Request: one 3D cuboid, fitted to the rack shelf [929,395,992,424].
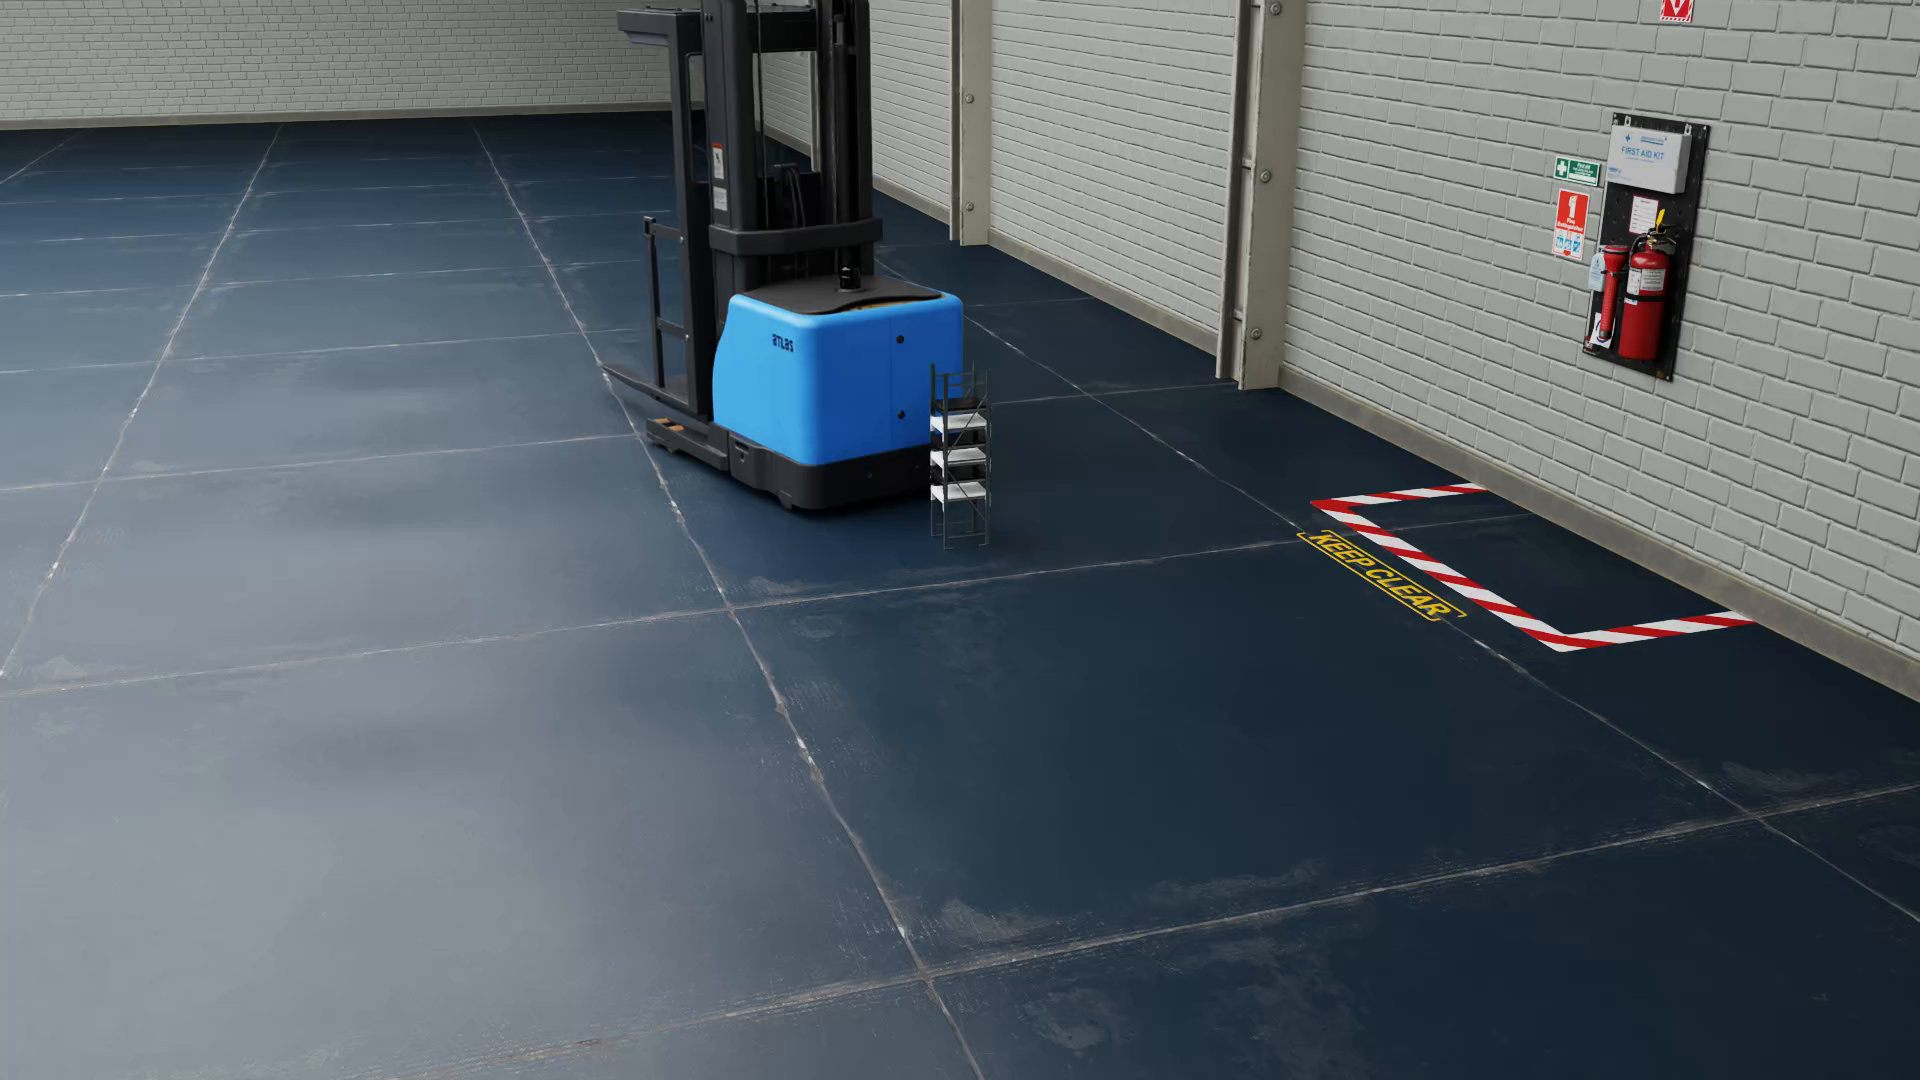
[{"bbox_3d":[0.003,-0.644,8.177,0.258,0.077,0.200,-6,21,-17],"label":"rack shelf"}]

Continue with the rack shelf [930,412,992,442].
[{"bbox_3d":[0.003,-0.559,8.208,0.258,0.077,0.200,-6,21,-17],"label":"rack shelf"}]

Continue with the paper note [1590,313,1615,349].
[{"bbox_3d":[3.143,-1.026,8.137,0.016,0.148,0.142,-6,21,-17],"label":"paper note"}]

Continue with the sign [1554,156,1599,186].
[{"bbox_3d":[3.051,-1.828,8.232,0.001,0.109,0.331,-6,21,-17],"label":"sign"}]

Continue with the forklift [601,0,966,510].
[{"bbox_3d":[-1.227,-1.975,9.579,1.130,2.935,3.031,-13,24,-33],"label":"forklift"}]

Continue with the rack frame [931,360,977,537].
[{"bbox_3d":[-0.029,-0.454,8.348,0.240,0.900,0.006,-6,21,-17],"label":"rack frame"}]

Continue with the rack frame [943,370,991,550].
[{"bbox_3d":[0.034,-0.388,8.166,0.240,0.900,0.006,-6,21,-17],"label":"rack frame"}]

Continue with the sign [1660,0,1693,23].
[{"bbox_3d":[3.225,-2.480,7.455,0.001,0.298,0.199,-6,21,-17],"label":"sign"}]

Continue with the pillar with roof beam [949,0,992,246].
[{"bbox_3d":[-3.985,-6.796,14.024,9.100,9.000,0.400,-6,21,-17],"label":"pillar with roof beam"}]

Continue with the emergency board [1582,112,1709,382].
[{"bbox_3d":[3.133,-1.376,7.810,0.194,1.169,0.643,-6,21,-17],"label":"emergency board"}]

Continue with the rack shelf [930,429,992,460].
[{"bbox_3d":[0.003,-0.474,8.238,0.258,0.077,0.200,-6,21,-17],"label":"rack shelf"}]

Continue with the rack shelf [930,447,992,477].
[{"bbox_3d":[0.003,-0.390,8.268,0.258,0.077,0.200,-6,21,-17],"label":"rack shelf"}]

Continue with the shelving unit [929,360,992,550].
[{"bbox_3d":[0.003,-0.421,8.257,0.258,0.900,0.210,-6,21,-17],"label":"shelving unit"}]

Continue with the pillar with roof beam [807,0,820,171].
[{"bbox_3d":[-5.870,-8.721,19.385,9.100,9.000,0.400,-6,21,-17],"label":"pillar with roof beam"}]

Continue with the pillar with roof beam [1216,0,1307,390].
[{"bbox_3d":[-2.099,-4.870,8.664,9.100,9.000,0.400,-6,21,-17],"label":"pillar with roof beam"}]

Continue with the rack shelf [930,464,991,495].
[{"bbox_3d":[0.003,-0.305,8.299,0.258,0.077,0.200,-6,21,-17],"label":"rack shelf"}]

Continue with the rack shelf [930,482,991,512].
[{"bbox_3d":[0.003,-0.220,8.329,0.258,0.077,0.200,-6,21,-17],"label":"rack shelf"}]

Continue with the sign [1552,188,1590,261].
[{"bbox_3d":[3.058,-1.581,8.328,0.001,0.329,0.234,-6,21,-17],"label":"sign"}]
